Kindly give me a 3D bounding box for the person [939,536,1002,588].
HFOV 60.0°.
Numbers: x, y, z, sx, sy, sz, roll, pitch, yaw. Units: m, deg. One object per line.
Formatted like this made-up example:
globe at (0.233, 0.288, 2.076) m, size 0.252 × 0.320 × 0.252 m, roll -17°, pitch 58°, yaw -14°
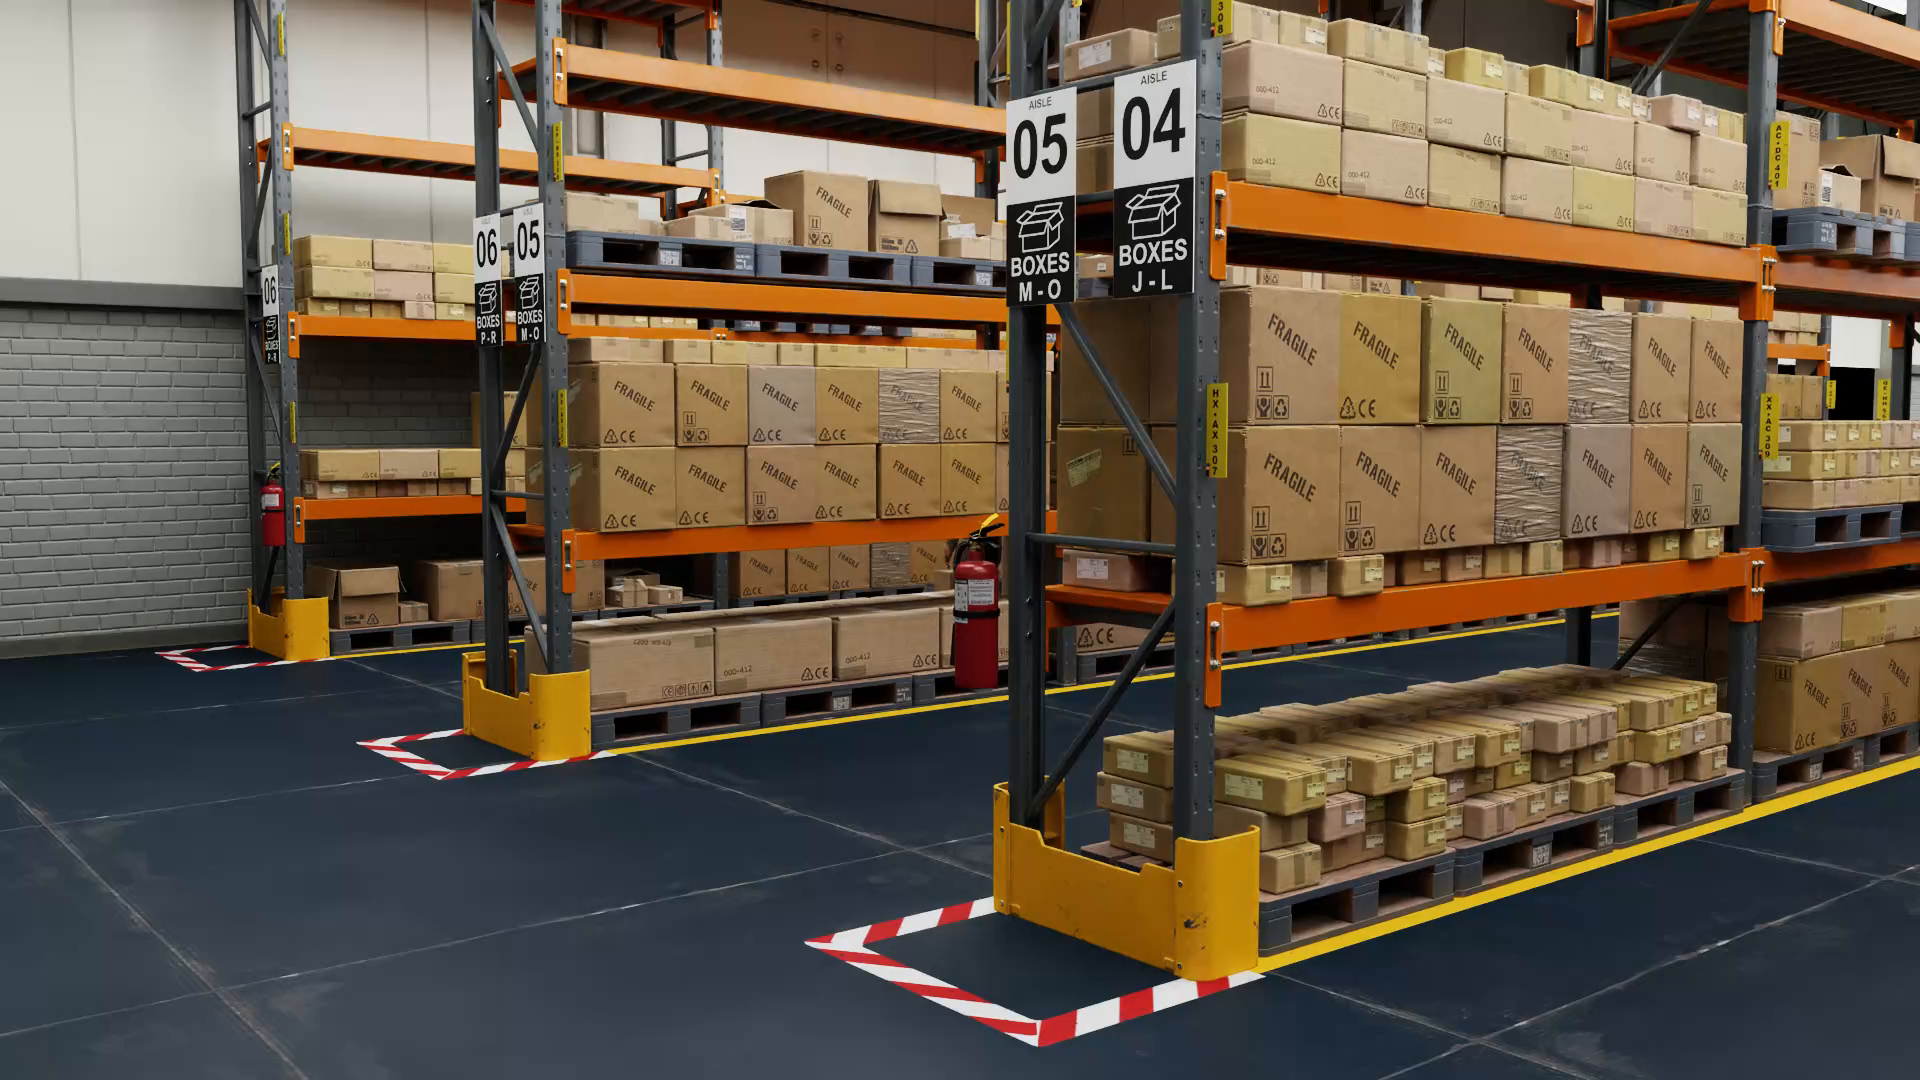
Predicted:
person at (0.156, 0.141, 16.202) m, size 0.588 × 1.289 × 0.768 m, roll -3°, pitch 5°, yaw -39°
